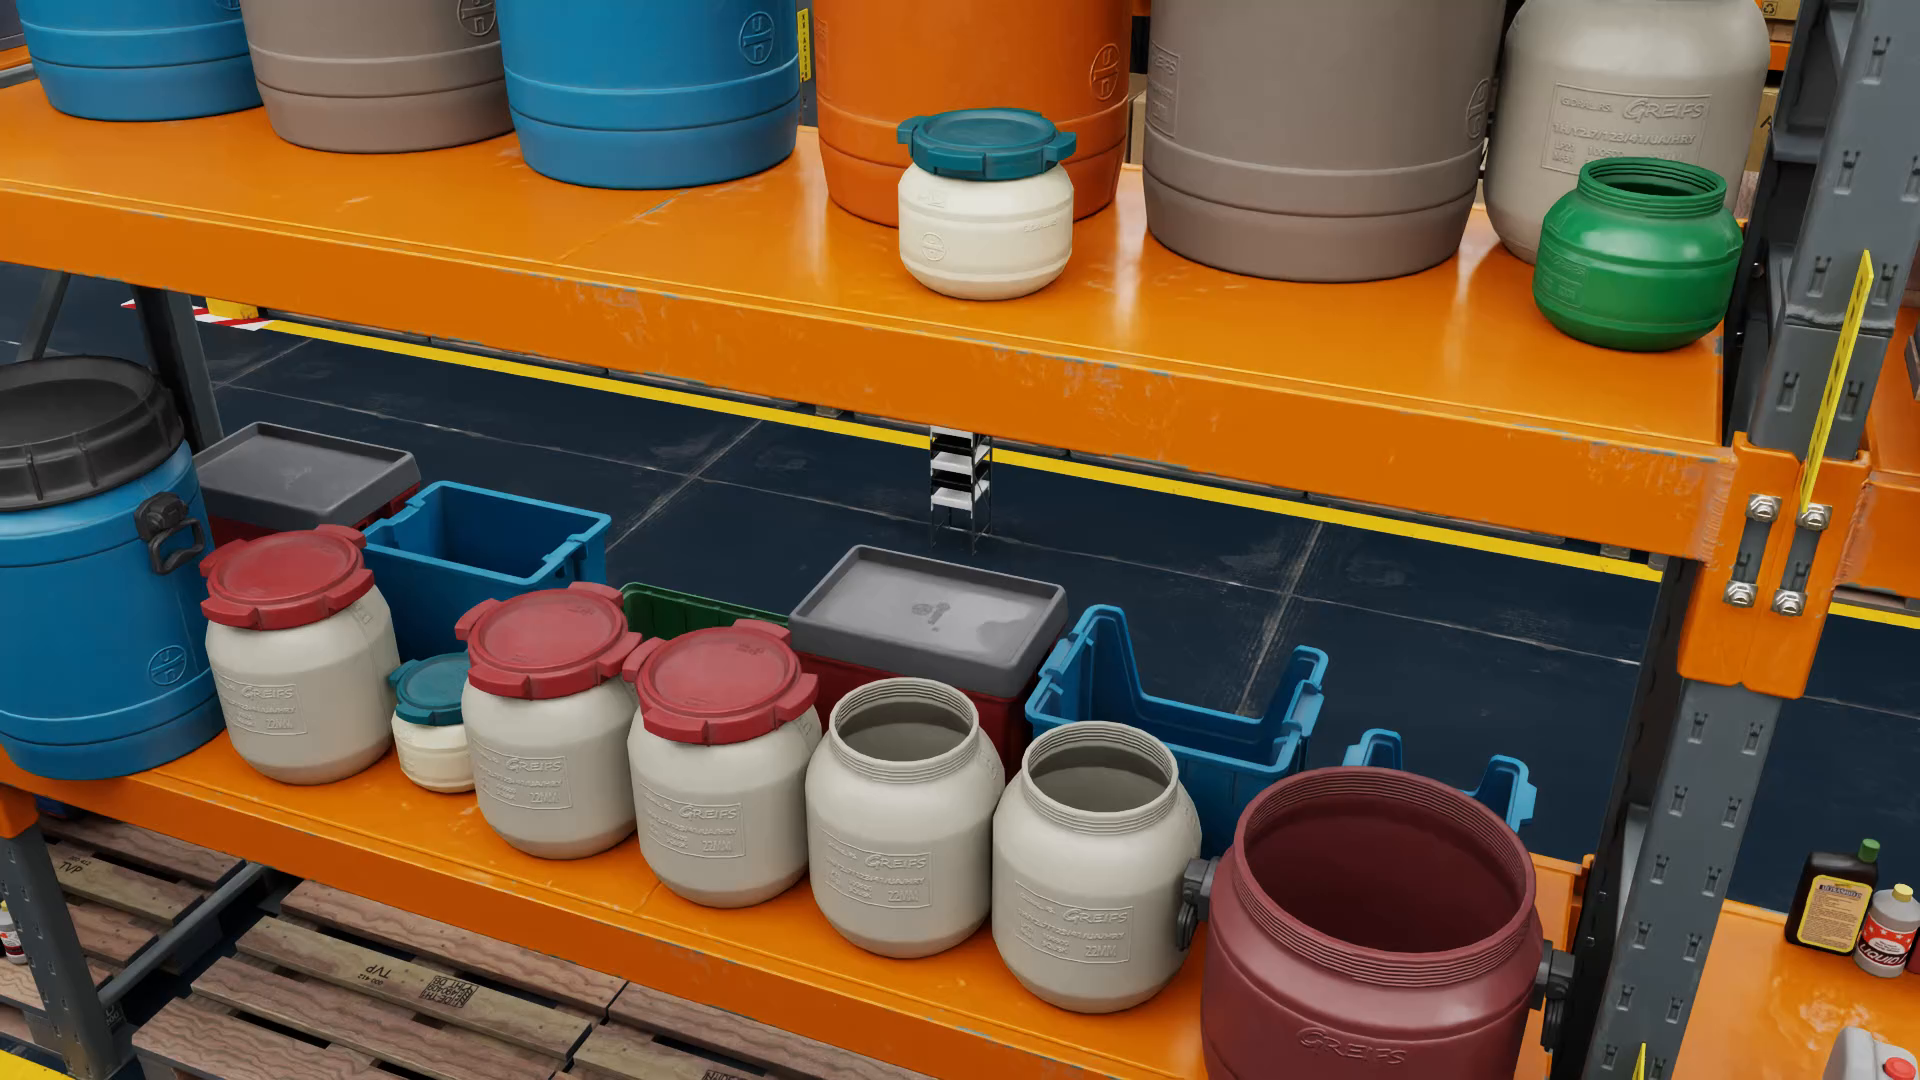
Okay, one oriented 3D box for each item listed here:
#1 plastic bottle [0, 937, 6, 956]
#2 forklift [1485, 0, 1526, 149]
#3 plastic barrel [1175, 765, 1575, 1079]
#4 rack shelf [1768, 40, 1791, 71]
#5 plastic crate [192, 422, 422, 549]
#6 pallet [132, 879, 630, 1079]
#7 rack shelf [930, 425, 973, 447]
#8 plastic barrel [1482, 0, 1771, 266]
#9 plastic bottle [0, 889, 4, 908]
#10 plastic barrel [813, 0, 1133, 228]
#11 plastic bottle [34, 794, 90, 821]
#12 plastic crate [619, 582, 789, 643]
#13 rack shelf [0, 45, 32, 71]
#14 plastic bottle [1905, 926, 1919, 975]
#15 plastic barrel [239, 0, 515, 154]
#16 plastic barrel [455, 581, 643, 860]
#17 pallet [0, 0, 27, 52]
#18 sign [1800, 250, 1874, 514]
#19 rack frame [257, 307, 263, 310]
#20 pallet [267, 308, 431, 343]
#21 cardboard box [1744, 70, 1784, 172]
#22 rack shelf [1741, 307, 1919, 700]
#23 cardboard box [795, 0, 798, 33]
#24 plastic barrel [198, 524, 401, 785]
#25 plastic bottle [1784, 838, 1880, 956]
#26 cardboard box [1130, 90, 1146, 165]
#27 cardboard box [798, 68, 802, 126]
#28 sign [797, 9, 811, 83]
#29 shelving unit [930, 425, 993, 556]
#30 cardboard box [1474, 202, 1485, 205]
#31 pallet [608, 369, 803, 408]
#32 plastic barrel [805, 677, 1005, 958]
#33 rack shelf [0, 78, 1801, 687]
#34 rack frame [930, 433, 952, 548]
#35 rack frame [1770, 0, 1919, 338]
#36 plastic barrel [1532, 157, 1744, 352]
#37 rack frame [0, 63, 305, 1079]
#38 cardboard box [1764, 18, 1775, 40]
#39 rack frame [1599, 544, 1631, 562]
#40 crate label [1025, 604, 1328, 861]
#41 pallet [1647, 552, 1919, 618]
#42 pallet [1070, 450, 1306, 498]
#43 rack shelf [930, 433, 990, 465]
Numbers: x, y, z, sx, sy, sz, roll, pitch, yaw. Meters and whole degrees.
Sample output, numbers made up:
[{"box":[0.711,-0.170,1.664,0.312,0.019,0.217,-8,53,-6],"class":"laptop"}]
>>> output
[{"box":[-2.967,1.123,5.028,0.133,0.283,0.061,13,32,22],"class":"plastic bottle"},{"box":[3.182,-2.551,9.284,3.031,2.935,1.130,-7,30,-12],"class":"forklift"},{"box":[0.765,0.804,3.141,0.708,0.536,0.600,11,31,19],"class":"plastic barrel"},{"box":[6.887,-3.023,10.781,4.000,0.370,1.077,11,31,19],"class":"rack shelf"},{"box":[-1.834,-0.007,4.649,0.583,0.464,0.402,11,31,19],"class":"plastic crate"},{"box":[-1.655,1.412,5.037,1.213,0.211,1.003,11,31,19],"class":"pallet"},{"box":[0.008,-0.518,7.454,0.200,0.077,0.258,11,31,19],"class":"rack shelf"},{"box":[1.137,-0.741,2.850,0.421,0.512,0.421,0,29,0],"class":"plastic barrel"},{"box":[-3.048,0.979,5.214,0.185,0.351,0.144,11,31,19],"class":"plastic bottle"},{"box":[0.024,-1.054,3.081,0.708,0.830,0.600,11,31,19],"class":"plastic barrel"},{"box":[-3.043,0.760,5.602,0.185,0.351,0.144,11,31,19],"class":"plastic bottle"},{"box":[-0.677,0.357,4.286,0.662,0.188,0.450,11,31,19],"class":"plastic crate"},{"box":[-4.251,-1.292,4.670,4.000,0.370,1.077,11,31,19],"class":"rack shelf"},{"box":[2.058,0.785,3.432,0.133,0.283,0.061,11,31,19],"class":"plastic bottle"},{"box":[-1.238,-1.337,3.509,0.600,0.901,0.600,0,29,0],"class":"plastic barrel"},{"box":[-0.913,0.424,3.813,0.433,0.535,0.433,0,29,0],"class":"plastic barrel"},{"box":[-3.103,-1.242,4.042,1.003,0.211,1.213,11,31,19],"class":"pallet"},{"box":[1.109,-0.197,2.109,0.005,0.325,0.100,11,31,19],"class":"sign"},{"box":[-4.238,-2.927,9.880,0.127,3.000,1.000,11,31,19],"class":"rack frame"},{"box":[-3.514,-1.591,10.350,1.213,0.211,1.003,11,31,19],"class":"pallet"},{"box":[5.666,-2.757,11.338,0.750,0.750,0.750,11,31,18],"class":"cardboard box"},{"box":[3.163,0.188,2.051,4.000,0.370,1.077,11,31,19],"class":"rack shelf"},{"box":[-0.945,-2.875,8.367,0.500,0.500,0.700,11,31,19],"class":"cardboard box"},{"box":[-1.593,0.289,4.053,0.433,0.535,0.433,0,29,0],"class":"plastic barrel"},{"box":[1.845,0.742,3.507,0.133,0.283,0.061,11,31,19],"class":"plastic bottle"},{"box":[1.126,-1.891,7.945,0.500,0.500,0.500,11,31,19],"class":"cardboard box"},{"box":[-0.945,-2.310,8.686,0.500,0.500,0.700,10,31,18],"class":"cardboard box"},{"box":[-0.739,-2.345,7.890,0.005,0.325,0.100,11,31,19],"class":"sign"},{"box":[0.008,-0.390,7.526,0.210,0.900,0.258,11,31,19],"class":"shelving unit"},{"box":[2.238,-1.378,7.395,0.250,0.149,0.380,11,31,19],"class":"cardboard box"},{"box":[-1.253,-1.139,9.551,1.213,0.211,1.003,11,31,19],"class":"pallet"},{"box":[-0.115,0.591,3.542,0.421,0.512,0.421,0,29,0],"class":"plastic barrel"},{"box":[-0.544,-0.552,3.361,4.000,0.370,1.077,11,31,19],"class":"rack shelf"},{"box":[-0.087,-0.409,7.559,0.006,0.900,0.240,11,31,19],"class":"rack frame"},{"box":[1.309,-1.801,1.791,0.127,3.000,1.000,11,31,19],"class":"rack frame"},{"box":[1.061,-0.450,2.607,0.294,0.245,0.294,0,29,0],"class":"plastic barrel"},{"box":[-2.397,0.071,4.576,0.127,3.000,1.000,11,31,19],"class":"rack frame"},{"box":[5.252,-3.439,11.021,0.250,0.149,0.380,11,31,18],"class":"cardboard box"},{"box":[3.175,-1.447,7.262,0.127,3.000,1.000,11,31,19],"class":"rack frame"},{"box":[0.490,0.488,3.802,0.616,0.435,0.502,11,31,19],"class":"crate label"},{"box":[3.853,-0.078,7.673,1.213,0.211,1.003,11,31,19],"class":"pallet"},{"box":[1.300,-0.630,8.649,1.213,0.211,1.003,11,31,19],"class":"pallet"},{"box":[0.008,-0.440,7.498,0.200,0.077,0.258,11,31,19],"class":"rack shelf"}]
